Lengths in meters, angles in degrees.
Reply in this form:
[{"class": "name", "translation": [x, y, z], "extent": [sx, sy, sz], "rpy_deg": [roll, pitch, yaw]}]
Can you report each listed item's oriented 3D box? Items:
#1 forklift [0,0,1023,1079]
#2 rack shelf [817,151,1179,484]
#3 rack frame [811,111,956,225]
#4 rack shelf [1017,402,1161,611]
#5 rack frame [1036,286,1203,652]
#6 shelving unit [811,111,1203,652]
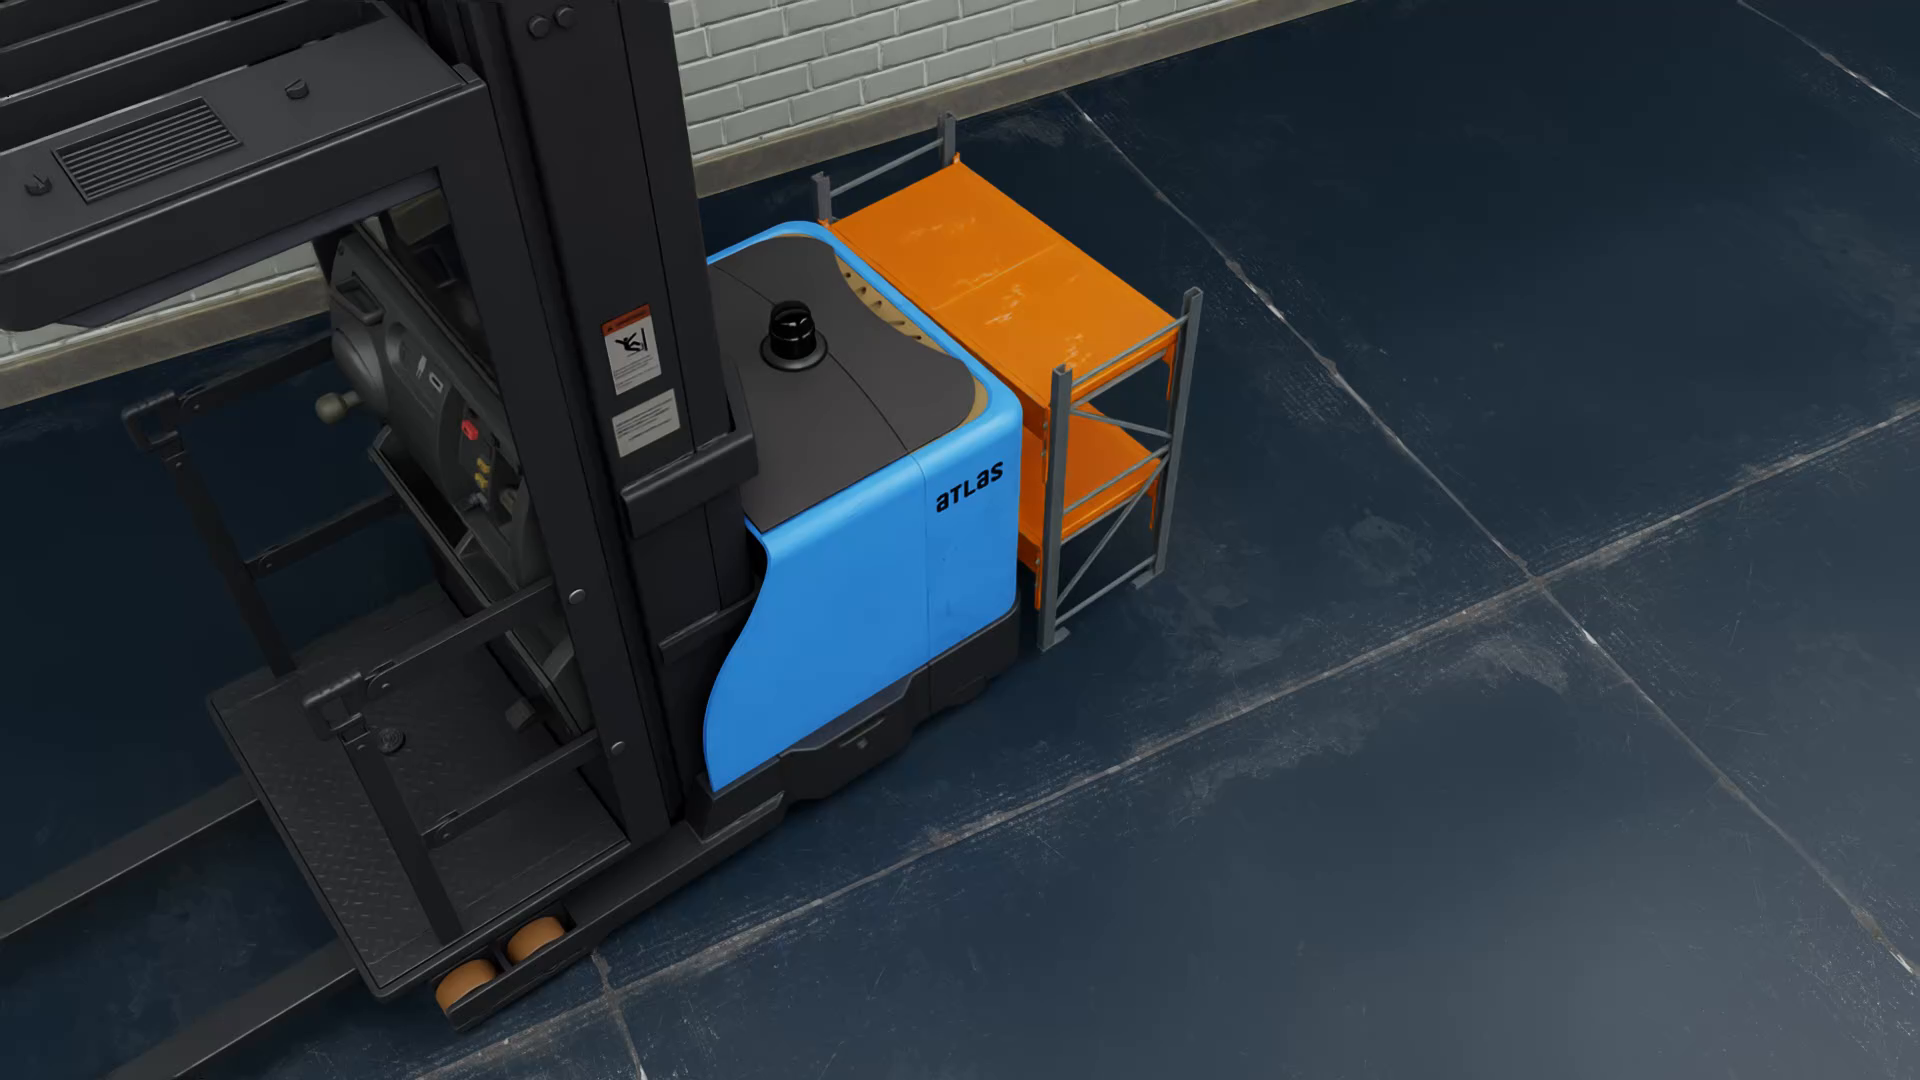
[{"class": "forklift", "translation": [-1.303, -0.206, 3.483], "extent": [3.031, 2.935, 1.130], "rpy_deg": [-30, 55, -24]}, {"class": "rack shelf", "translation": [0.108, -0.652, 4.684], "extent": [0.538, 0.278, 1.000], "rpy_deg": [-32, 56, -25]}, {"class": "rack frame", "translation": [-0.215, -0.754, 5.163], "extent": [0.500, 1.125, 0.032], "rpy_deg": [-32, 56, -25]}, {"class": "rack shelf", "translation": [0.108, -0.298, 5.088], "extent": [0.538, 0.278, 1.000], "rpy_deg": [-32, 56, -25]}, {"class": "rack frame", "translation": [0.431, -0.163, 4.646], "extent": [0.500, 1.125, 0.032], "rpy_deg": [-32, 56, -25]}, {"class": "shelving unit", "translation": [0.108, -0.459, 4.904], "extent": [0.538, 1.125, 1.048], "rpy_deg": [-32, 56, -25]}]
